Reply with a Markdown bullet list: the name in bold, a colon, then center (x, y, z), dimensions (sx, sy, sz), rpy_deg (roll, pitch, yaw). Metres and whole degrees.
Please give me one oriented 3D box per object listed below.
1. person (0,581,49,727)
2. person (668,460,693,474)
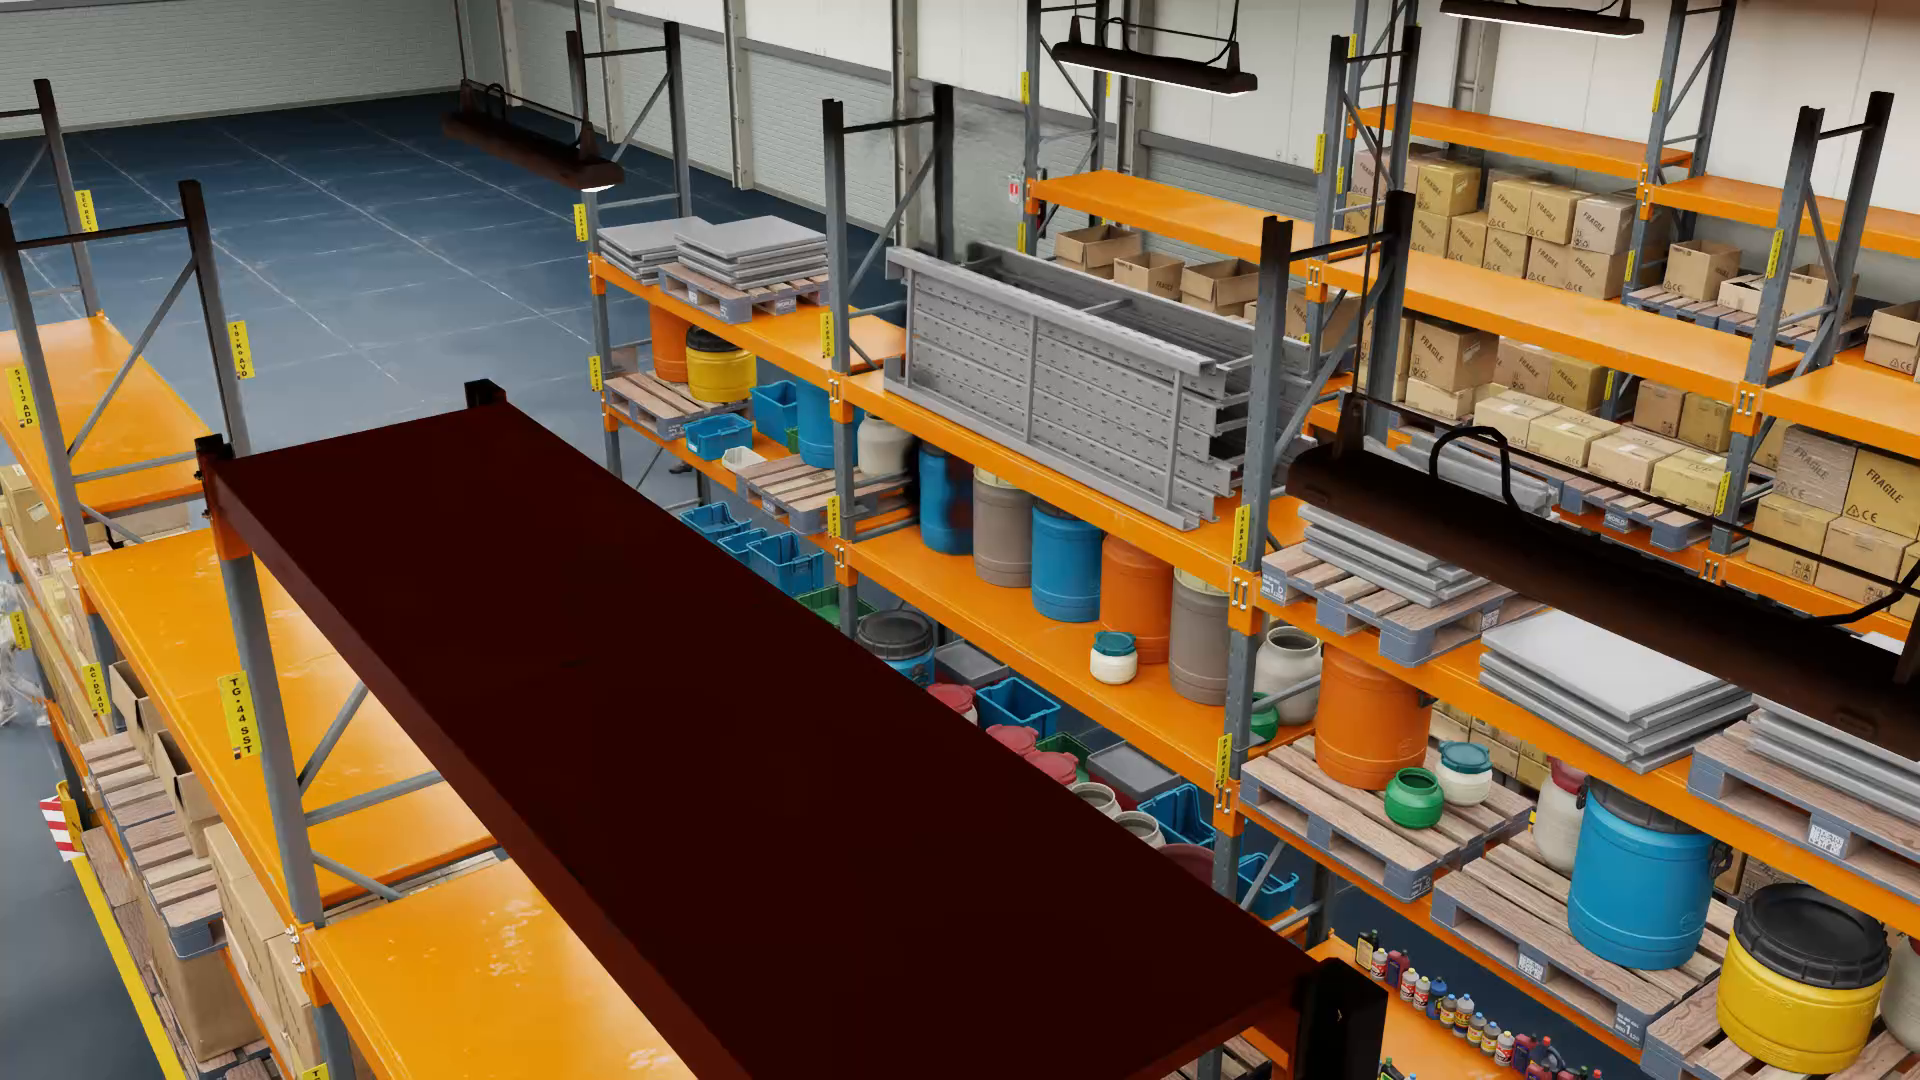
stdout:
- **person**: center (-8.563, 0.969, 14.885), dimensions (0.717, 1.753, 0.598), rpy_deg (1, 25, 3)
- **person**: center (-3.213, -1.645, 20.548), dimensions (0.896, 1.691, 0.677), rpy_deg (-6, 26, -14)
